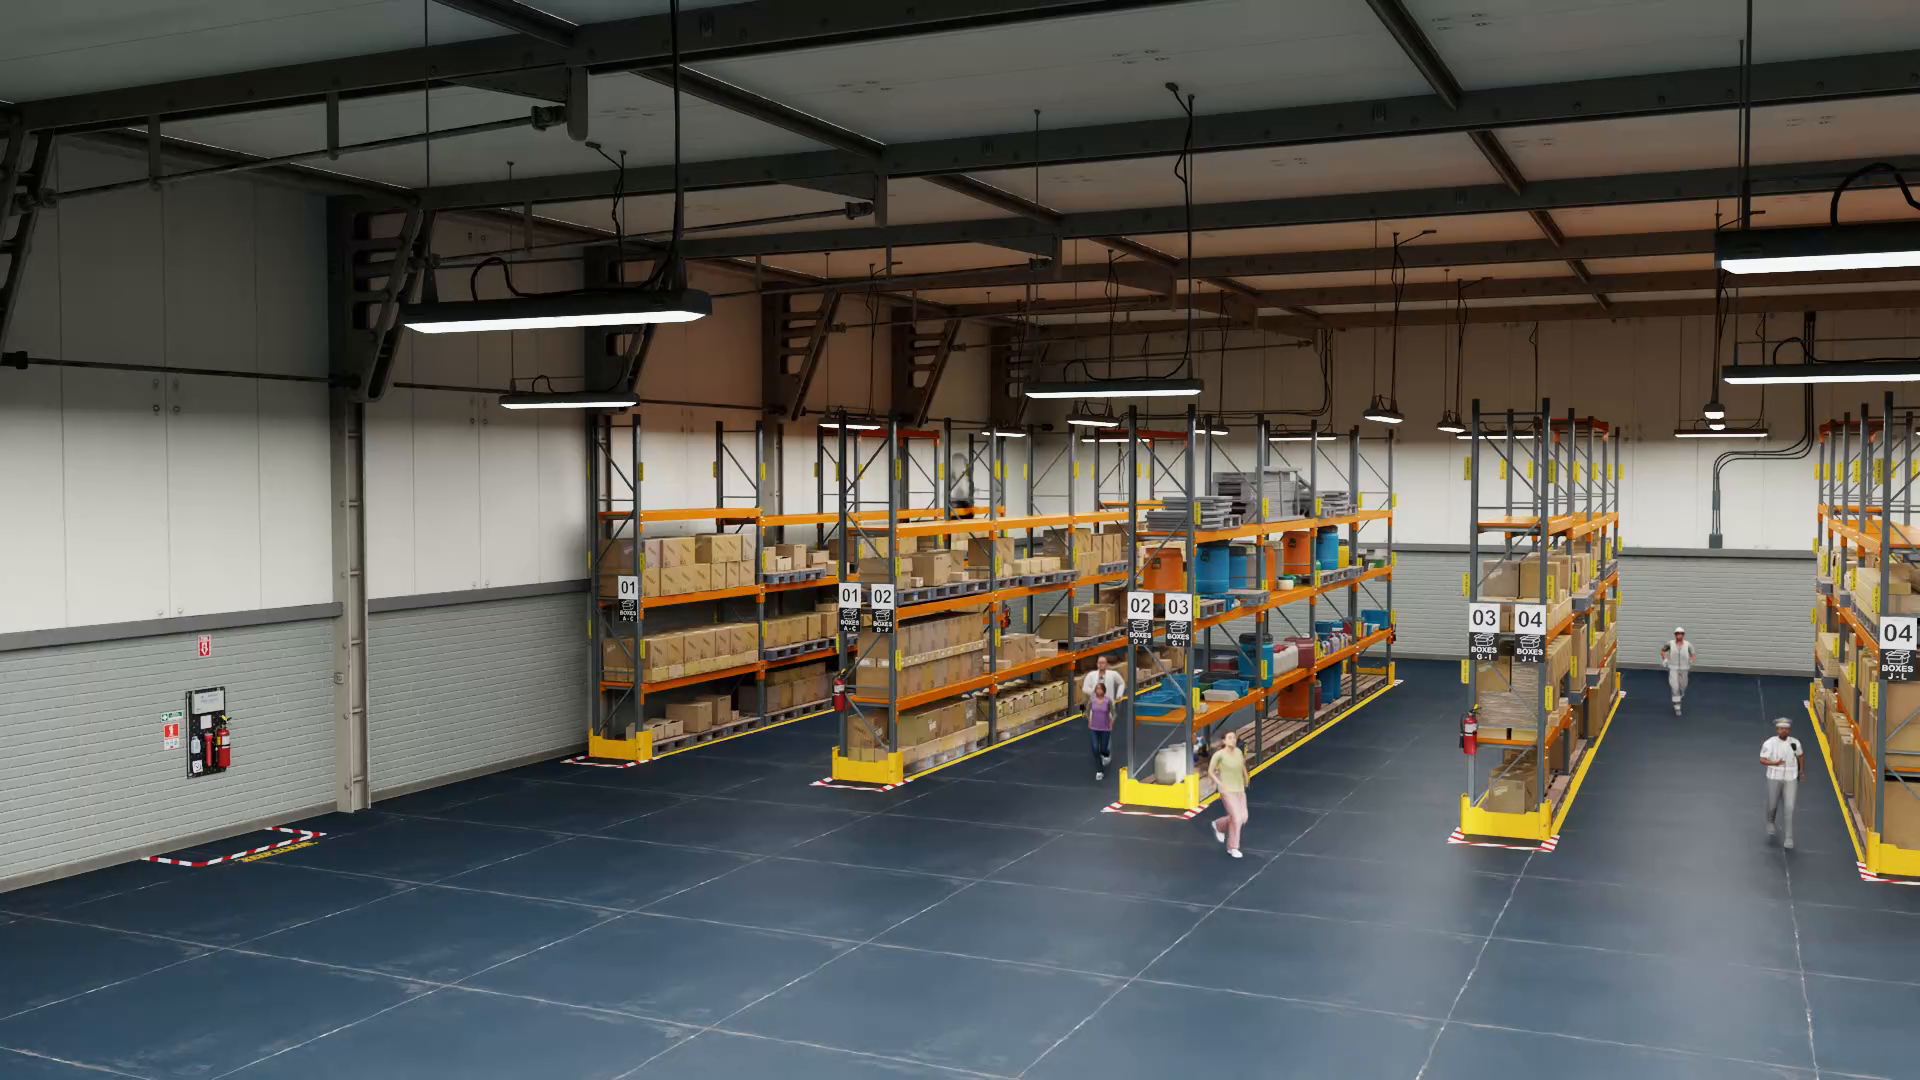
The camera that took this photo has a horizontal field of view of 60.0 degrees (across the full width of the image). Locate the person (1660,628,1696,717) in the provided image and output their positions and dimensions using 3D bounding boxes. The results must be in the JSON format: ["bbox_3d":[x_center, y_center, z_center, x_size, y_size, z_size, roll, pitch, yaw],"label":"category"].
[{"bbox_3d":[14.812,2.696,34.285,0.656,1.790,0.982,1,2,17],"label":"person"}]

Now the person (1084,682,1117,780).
[{"bbox_3d":[2.299,3.111,27.276,0.540,1.567,0.604,1,2,13],"label":"person"}]

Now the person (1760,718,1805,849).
[{"bbox_3d":[11.043,3.218,22.326,0.577,1.676,0.940,1,2,20],"label":"person"}]

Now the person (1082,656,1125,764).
[{"bbox_3d":[2.466,2.934,28.756,0.672,1.850,0.842,1,2,18],"label":"person"}]

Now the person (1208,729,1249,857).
[{"bbox_3d":[3.519,3.294,21.810,0.577,1.644,0.603,-1,3,-28],"label":"person"}]
